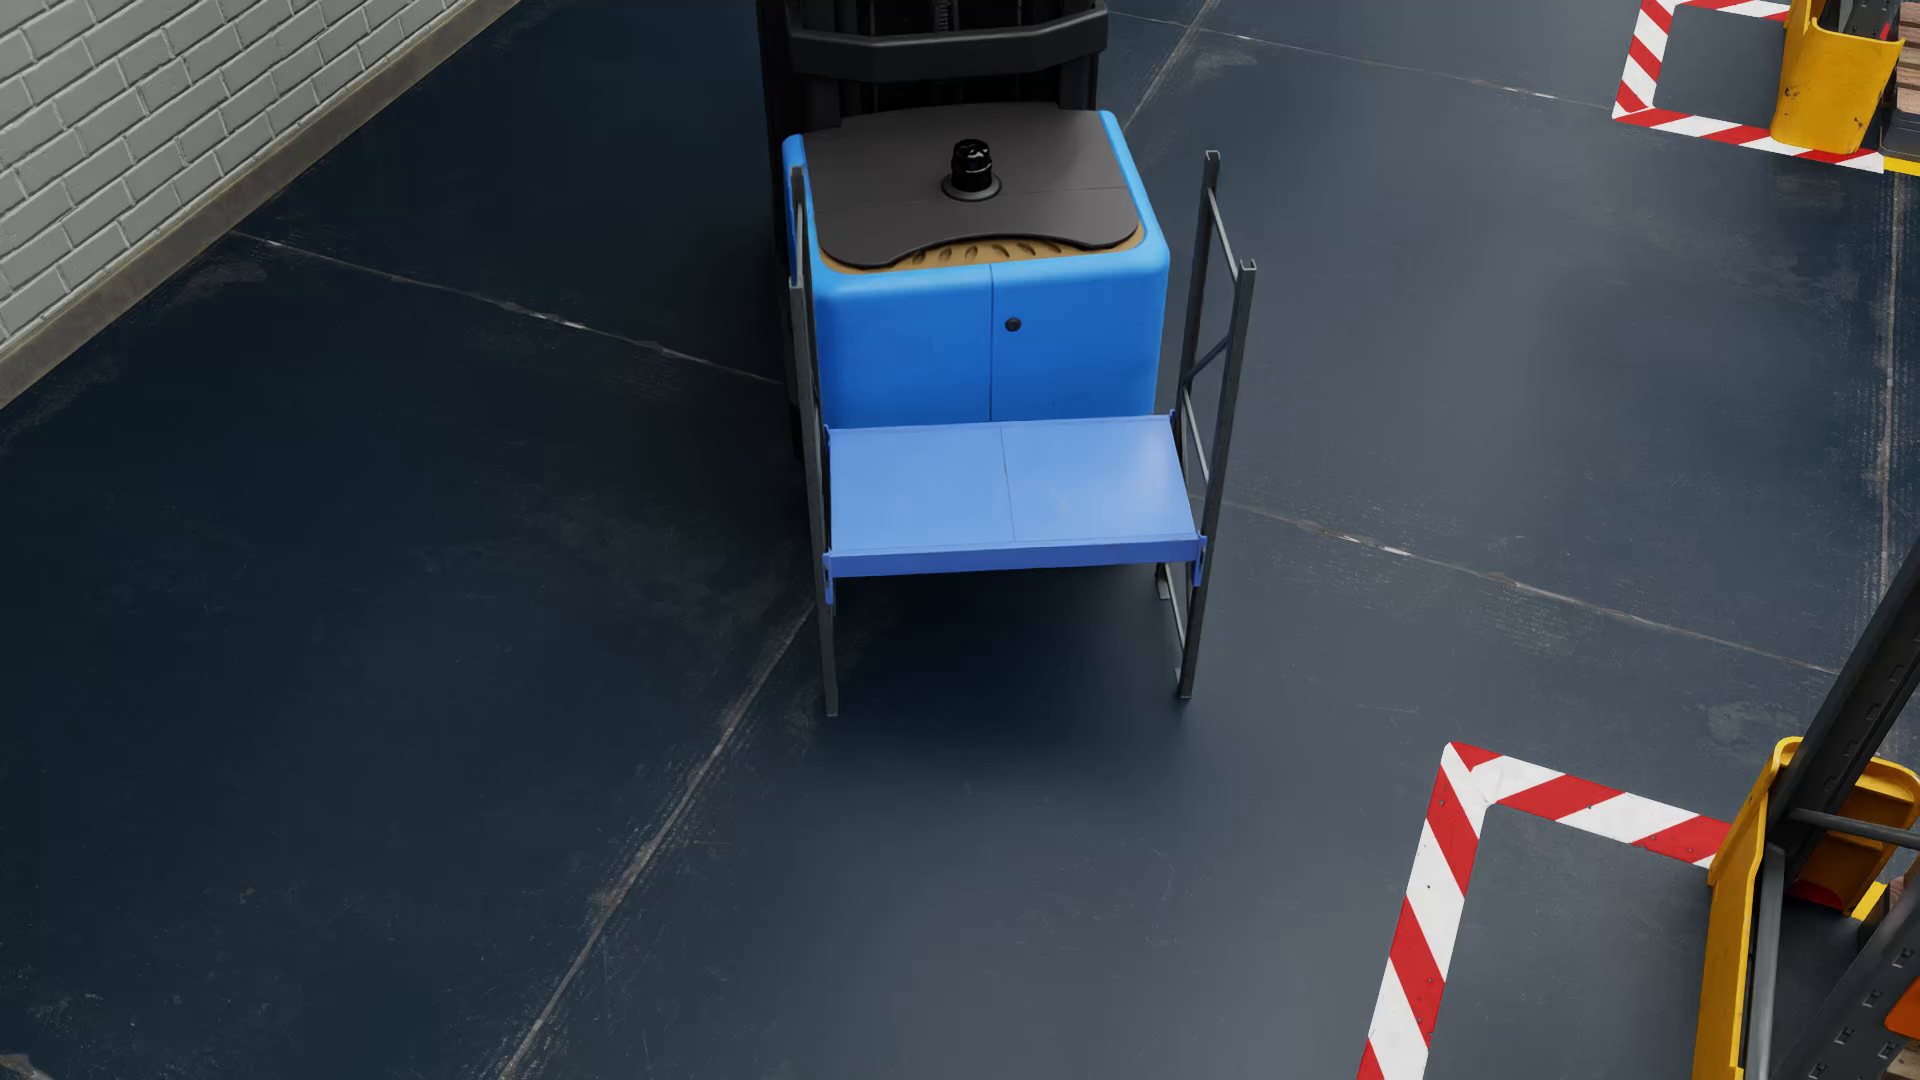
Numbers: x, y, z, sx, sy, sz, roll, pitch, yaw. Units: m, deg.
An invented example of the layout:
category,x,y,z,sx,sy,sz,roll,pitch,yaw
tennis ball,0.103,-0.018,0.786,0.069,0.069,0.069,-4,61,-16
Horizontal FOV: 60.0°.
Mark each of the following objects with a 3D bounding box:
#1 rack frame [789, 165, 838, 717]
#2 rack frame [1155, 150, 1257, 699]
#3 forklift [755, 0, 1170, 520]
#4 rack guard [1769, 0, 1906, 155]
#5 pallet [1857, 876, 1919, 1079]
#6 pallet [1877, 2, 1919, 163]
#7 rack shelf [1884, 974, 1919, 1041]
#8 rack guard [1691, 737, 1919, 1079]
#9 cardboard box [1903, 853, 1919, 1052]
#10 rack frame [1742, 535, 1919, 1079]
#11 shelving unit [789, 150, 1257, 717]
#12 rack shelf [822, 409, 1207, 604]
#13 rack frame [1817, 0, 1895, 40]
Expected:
category,x,y,z,sx,sy,sz,roll,pitch,yaw
rack frame,-0.380,-0.203,4.390,0.032,1.500,0.500,-3,45,-3
rack frame,0.635,-0.250,4.438,0.032,1.500,0.500,-3,45,-3
forklift,-0.132,-2.033,5.215,1.130,2.935,3.031,-6,45,-6
rack guard,3.748,-2.172,7.078,0.348,0.500,1.175,16,47,16
pallet,2.671,1.389,3.705,1.213,0.211,1.003,16,47,16
pallet,4.521,-1.822,6.932,1.213,0.211,1.003,16,47,16
rack shelf,3.710,0.962,2.667,4.000,0.370,1.077,16,47,16
rack guard,1.934,1.070,3.820,0.348,0.500,1.175,16,47,16
cardboard box,2.461,0.881,3.698,0.500,0.500,0.500,16,47,16
rack frame,1.864,0.163,2.959,0.127,3.000,1.000,16,47,16
shelving unit,0.127,-0.226,4.414,1.048,1.500,0.538,-3,45,-3
rack shelf,0.127,-0.099,4.541,1.000,0.185,0.538,-3,45,-3
rack frame,3.775,-3.060,6.199,0.127,3.000,1.000,16,47,16
